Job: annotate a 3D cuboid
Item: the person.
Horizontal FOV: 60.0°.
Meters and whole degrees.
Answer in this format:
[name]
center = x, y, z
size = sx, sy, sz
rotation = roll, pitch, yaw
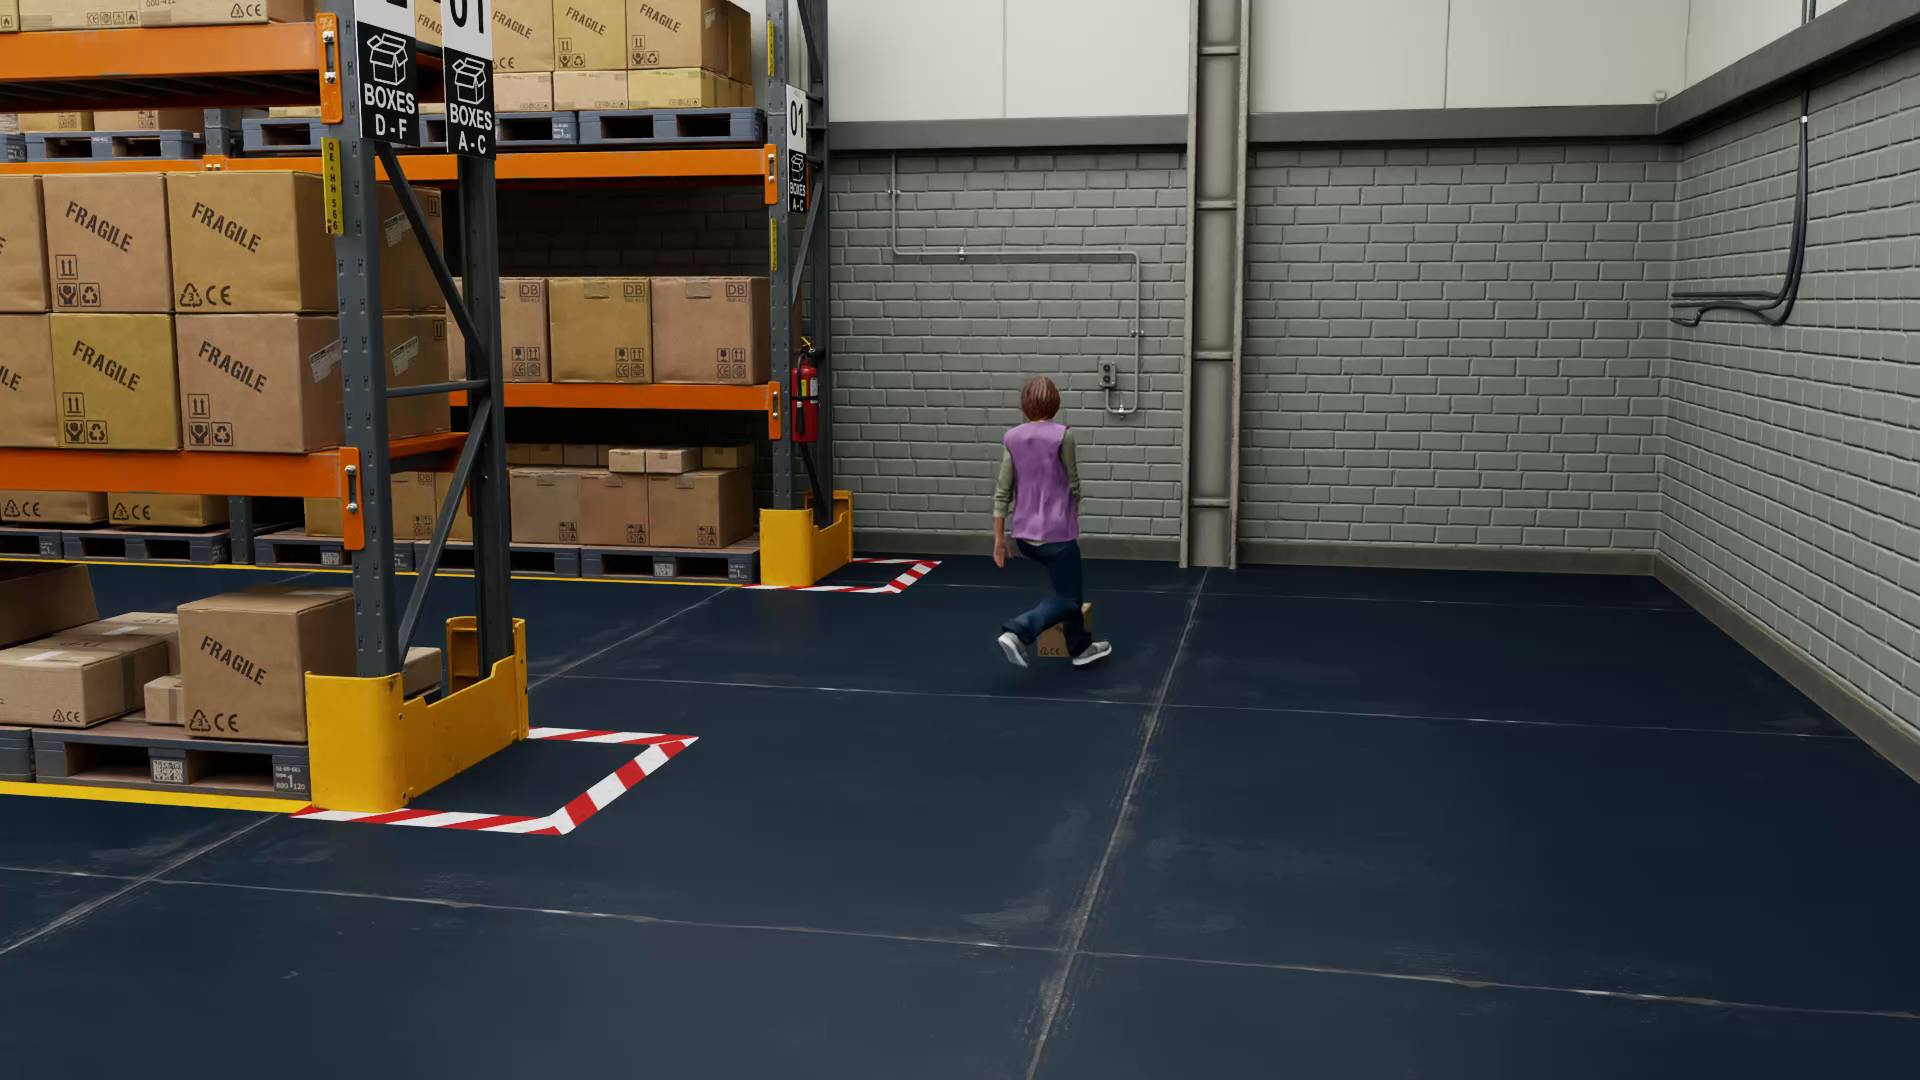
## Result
[person]
center = 0.520, -0.114, 8.223
size = 0.473, 1.564, 0.621
rotation = 5, 9, 29
